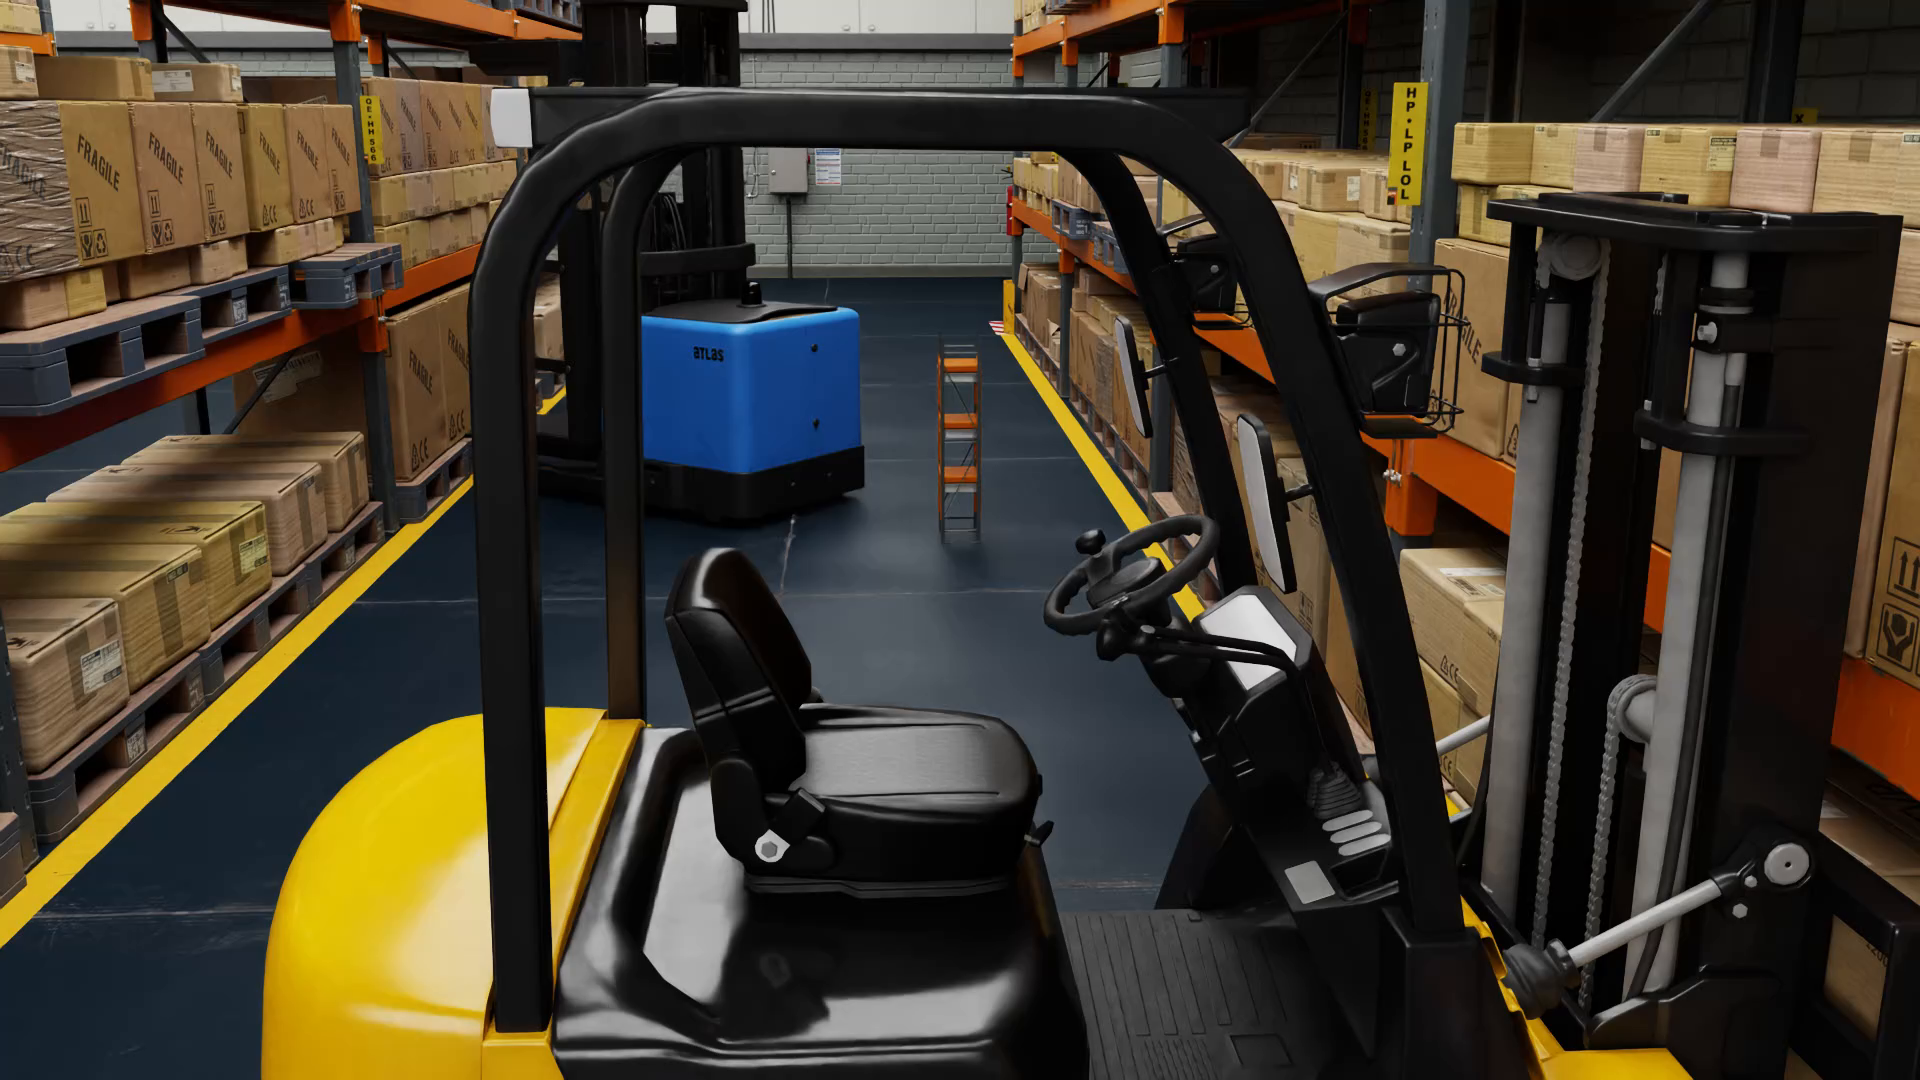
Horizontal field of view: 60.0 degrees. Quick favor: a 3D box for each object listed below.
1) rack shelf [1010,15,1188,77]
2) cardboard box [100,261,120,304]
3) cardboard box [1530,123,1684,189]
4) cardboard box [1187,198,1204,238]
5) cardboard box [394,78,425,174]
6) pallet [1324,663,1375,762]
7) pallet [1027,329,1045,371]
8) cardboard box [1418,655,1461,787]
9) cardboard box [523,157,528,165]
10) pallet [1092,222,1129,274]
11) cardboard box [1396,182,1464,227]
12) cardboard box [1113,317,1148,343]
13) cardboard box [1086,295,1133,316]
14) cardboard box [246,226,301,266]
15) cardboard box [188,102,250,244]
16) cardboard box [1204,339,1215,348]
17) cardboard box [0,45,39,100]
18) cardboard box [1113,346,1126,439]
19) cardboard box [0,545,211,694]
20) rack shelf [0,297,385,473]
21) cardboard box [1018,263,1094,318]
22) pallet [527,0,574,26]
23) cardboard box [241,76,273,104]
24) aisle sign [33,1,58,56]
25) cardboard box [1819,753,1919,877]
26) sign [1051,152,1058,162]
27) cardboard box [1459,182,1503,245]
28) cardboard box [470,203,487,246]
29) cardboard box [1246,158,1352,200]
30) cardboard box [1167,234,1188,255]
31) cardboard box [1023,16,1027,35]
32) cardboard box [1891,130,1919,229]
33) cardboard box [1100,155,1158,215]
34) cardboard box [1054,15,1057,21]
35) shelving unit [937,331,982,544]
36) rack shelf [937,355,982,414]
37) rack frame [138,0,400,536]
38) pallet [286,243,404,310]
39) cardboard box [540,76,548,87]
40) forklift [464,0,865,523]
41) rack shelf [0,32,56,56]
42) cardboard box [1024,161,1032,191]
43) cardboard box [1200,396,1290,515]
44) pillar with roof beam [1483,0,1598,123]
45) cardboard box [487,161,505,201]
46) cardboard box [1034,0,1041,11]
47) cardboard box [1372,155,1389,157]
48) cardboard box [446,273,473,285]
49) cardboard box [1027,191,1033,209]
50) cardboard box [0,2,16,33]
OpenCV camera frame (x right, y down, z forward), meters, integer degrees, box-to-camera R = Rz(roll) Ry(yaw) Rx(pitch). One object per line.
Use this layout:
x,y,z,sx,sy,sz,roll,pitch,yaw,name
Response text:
1.144,-4.158,14.093,1.077,0.370,4.000,-1,14,-3,rack shelf
-3.009,-0.845,5.453,0.380,0.149,0.250,0,14,0,cardboard box
1.612,-0.927,4.008,0.380,0.149,0.250,-1,14,-3,cardboard box
1.330,-1.493,7.606,0.500,0.250,0.500,0,14,-2,cardboard box
-3.265,-2.267,9.109,0.500,0.500,0.500,-1,14,-3,cardboard box
1.679,0.601,5.768,1.003,0.211,1.213,-1,14,-3,pallet
1.148,-1.681,14.637,1.003,0.211,1.213,-1,14,-3,pallet
1.486,0.444,4.453,0.500,0.250,0.500,-1,14,-4,cardboard box
-3.453,-2.648,12.599,0.500,0.500,0.500,0,14,-2,cardboard box
1.404,-1.637,9.252,1.213,0.211,1.003,-1,14,-3,pallet
1.521,-1.011,4.935,0.380,0.149,0.250,0,14,-2,cardboard box
1.179,-1.318,10.501,0.380,0.149,0.250,-2,15,-6,cardboard box
1.119,-1.703,11.996,0.380,0.149,0.250,-1,14,-5,cardboard box
-2.995,-1.230,6.948,0.380,0.149,0.250,-1,14,-2,cardboard box
-3.024,-1.382,6.237,0.500,0.500,0.500,-1,15,-6,cardboard box
1.721,-1.264,10.290,0.380,0.149,0.250,-1,14,-5,cardboard box
-2.866,-1.322,4.703,0.380,0.149,0.250,-1,14,-4,cardboard box
1.220,-0.911,10.223,0.500,0.500,0.500,0,14,-1,cardboard box
-3.273,0.270,5.886,0.950,0.372,0.625,0,14,0,cardboard box
-3.314,-0.639,6.432,1.077,0.370,4.000,-1,14,-3,rack shelf
0.964,-2.392,15.972,0.797,0.503,0.637,-1,15,-6,cardboard box
-3.798,-4.395,13.748,1.003,0.211,1.213,-1,14,-3,pallet
-3.731,-2.142,8.623,0.500,0.500,0.500,-1,14,-5,cardboard box
-8.573,-4.654,15.379,0.394,0.787,0.004,-1,14,-3,aisle sign
1.569,0.584,2.907,0.500,0.250,0.500,-1,14,-5,cardboard box
0.727,-2.966,12.296,0.100,0.325,0.005,-1,14,-3,sign
1.521,-0.846,4.294,0.380,0.149,0.250,-1,14,-4,cardboard box
-3.364,-2.046,10.761,0.500,0.250,0.500,-1,14,-5,cardboard box
1.319,-1.393,6.420,0.380,0.149,0.250,-1,14,-5,cardboard box
1.300,-1.375,8.153,0.500,0.250,0.500,-1,14,-3,cardboard box
0.762,-4.607,14.898,0.380,0.149,0.250,-1,14,-2,cardboard box
1.678,-0.546,2.530,0.380,0.149,0.250,-1,14,-3,cardboard box
1.230,-2.218,10.079,0.797,0.503,0.637,-1,14,-5,cardboard box
0.931,-4.101,12.928,0.380,0.149,0.250,0,14,-2,cardboard box
-0.003,-0.522,8.447,0.215,1.050,0.252,-1,14,-3,shelving unit
-0.003,-0.786,8.379,0.215,0.259,0.240,-1,14,-3,rack shelf
-3.438,-1.484,8.276,1.000,3.000,0.127,-1,14,-3,rack frame
-3.287,-1.216,7.617,1.213,0.211,1.003,-1,14,-3,pallet
-3.478,-3.664,13.239,0.380,0.149,0.250,-1,14,-5,cardboard box
-2.032,-1.776,9.548,3.031,2.935,1.130,10,18,35,forklift
-8.744,-3.979,13.397,1.077,0.370,4.000,-1,14,-3,rack shelf
0.846,-3.255,14.860,0.500,0.250,0.500,-1,14,-4,cardboard box
1.590,-0.298,7.586,0.875,0.625,0.625,0,14,-2,cardboard box
-1.800,-4.091,6.366,9.100,9.000,0.400,-1,14,-3,pillar with roof beam
-3.377,-2.419,11.205,0.500,0.250,0.500,-1,14,-2,cardboard box
0.902,-4.579,13.989,0.500,0.250,0.500,-1,14,-4,cardboard box
1.943,-1.531,6.955,0.380,0.149,0.250,-1,14,-4,cardboard box
-3.504,-1.276,10.888,0.875,0.875,0.875,0,14,-2,cardboard box
0.797,-3.023,14.759,0.380,0.149,0.250,-1,14,-5,cardboard box
-8.537,-4.517,14.343,0.500,0.250,0.500,-1,14,-3,cardboard box
